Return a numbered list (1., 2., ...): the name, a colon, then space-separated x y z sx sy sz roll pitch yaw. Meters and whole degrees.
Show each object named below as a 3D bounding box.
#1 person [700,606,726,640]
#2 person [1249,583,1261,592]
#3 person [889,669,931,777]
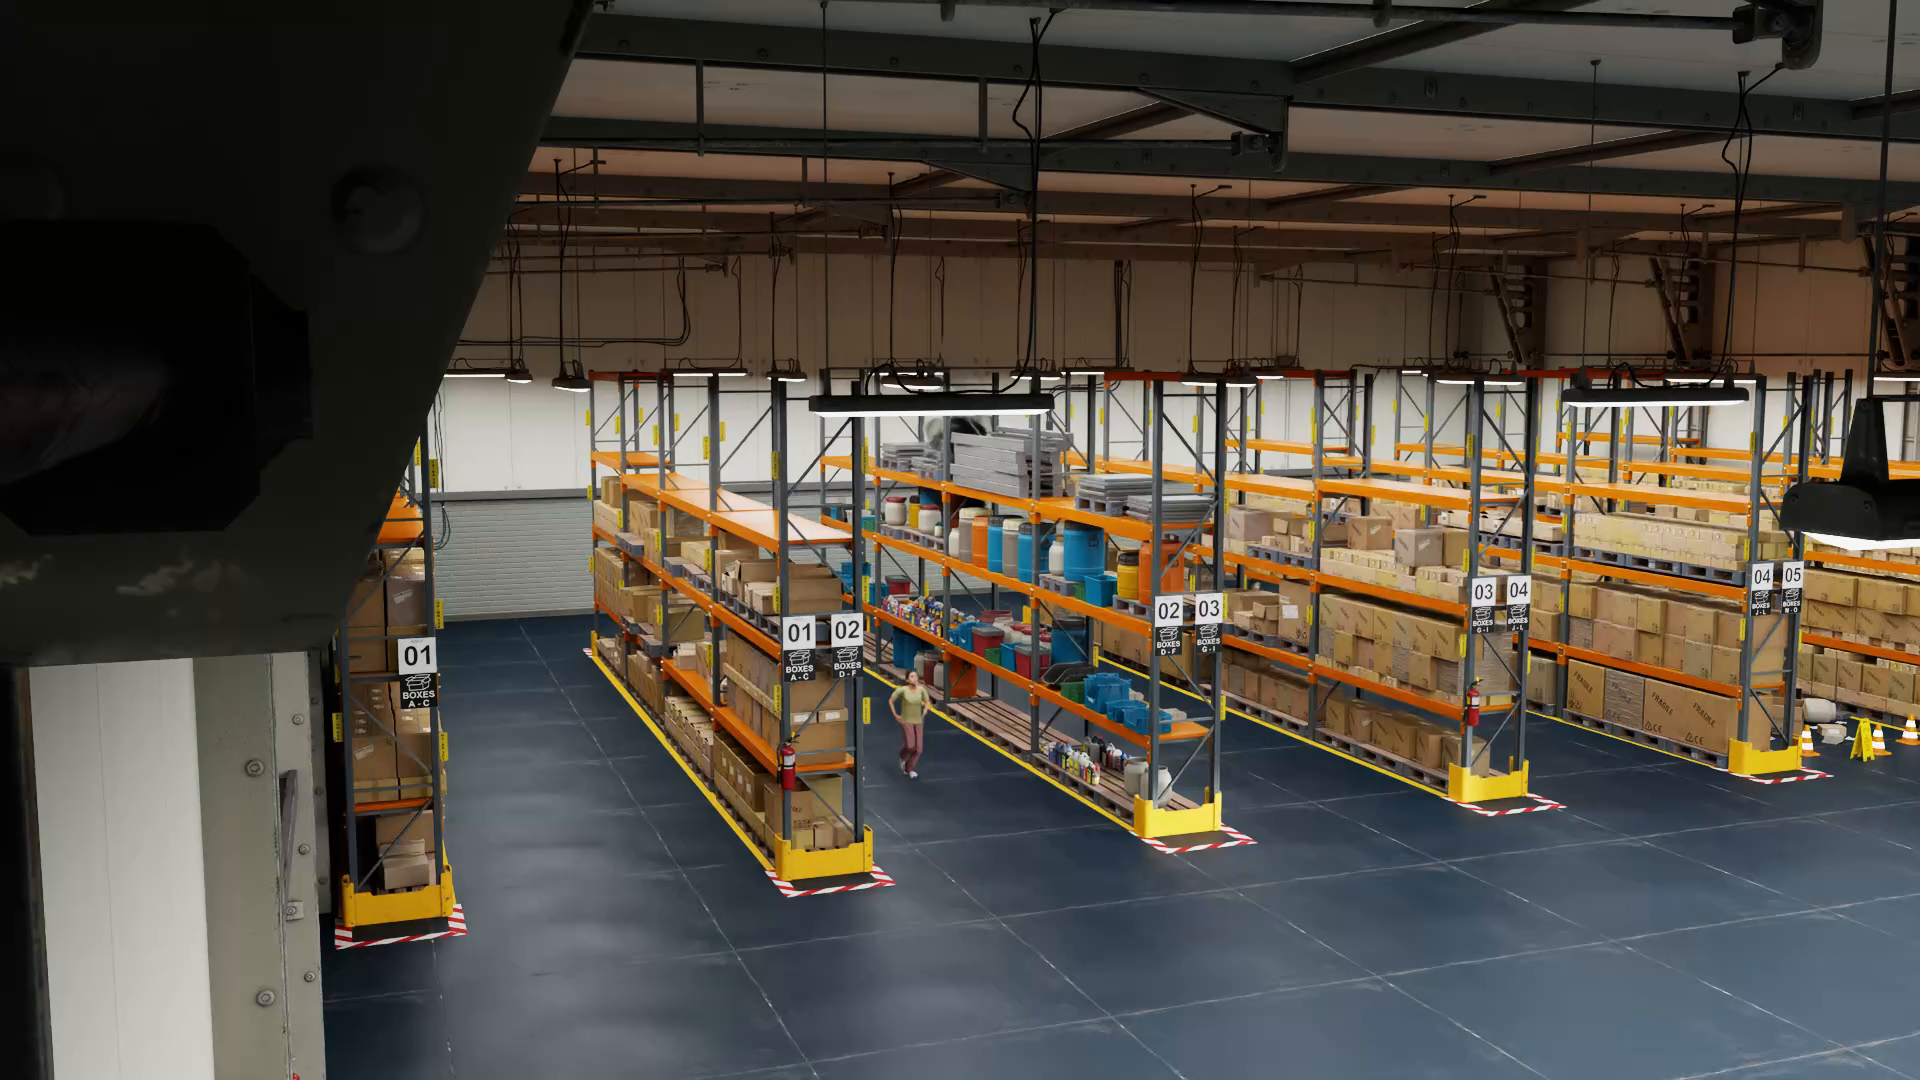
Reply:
1. person: -5.243 1.567 35.166 0.739 1.704 0.687 -4 8 -34
2. person: 5.895 1.753 33.428 0.693 1.825 0.938 -3 7 -23
3. person: -0.708 2.745 24.872 0.637 1.625 0.519 -3 7 -23
